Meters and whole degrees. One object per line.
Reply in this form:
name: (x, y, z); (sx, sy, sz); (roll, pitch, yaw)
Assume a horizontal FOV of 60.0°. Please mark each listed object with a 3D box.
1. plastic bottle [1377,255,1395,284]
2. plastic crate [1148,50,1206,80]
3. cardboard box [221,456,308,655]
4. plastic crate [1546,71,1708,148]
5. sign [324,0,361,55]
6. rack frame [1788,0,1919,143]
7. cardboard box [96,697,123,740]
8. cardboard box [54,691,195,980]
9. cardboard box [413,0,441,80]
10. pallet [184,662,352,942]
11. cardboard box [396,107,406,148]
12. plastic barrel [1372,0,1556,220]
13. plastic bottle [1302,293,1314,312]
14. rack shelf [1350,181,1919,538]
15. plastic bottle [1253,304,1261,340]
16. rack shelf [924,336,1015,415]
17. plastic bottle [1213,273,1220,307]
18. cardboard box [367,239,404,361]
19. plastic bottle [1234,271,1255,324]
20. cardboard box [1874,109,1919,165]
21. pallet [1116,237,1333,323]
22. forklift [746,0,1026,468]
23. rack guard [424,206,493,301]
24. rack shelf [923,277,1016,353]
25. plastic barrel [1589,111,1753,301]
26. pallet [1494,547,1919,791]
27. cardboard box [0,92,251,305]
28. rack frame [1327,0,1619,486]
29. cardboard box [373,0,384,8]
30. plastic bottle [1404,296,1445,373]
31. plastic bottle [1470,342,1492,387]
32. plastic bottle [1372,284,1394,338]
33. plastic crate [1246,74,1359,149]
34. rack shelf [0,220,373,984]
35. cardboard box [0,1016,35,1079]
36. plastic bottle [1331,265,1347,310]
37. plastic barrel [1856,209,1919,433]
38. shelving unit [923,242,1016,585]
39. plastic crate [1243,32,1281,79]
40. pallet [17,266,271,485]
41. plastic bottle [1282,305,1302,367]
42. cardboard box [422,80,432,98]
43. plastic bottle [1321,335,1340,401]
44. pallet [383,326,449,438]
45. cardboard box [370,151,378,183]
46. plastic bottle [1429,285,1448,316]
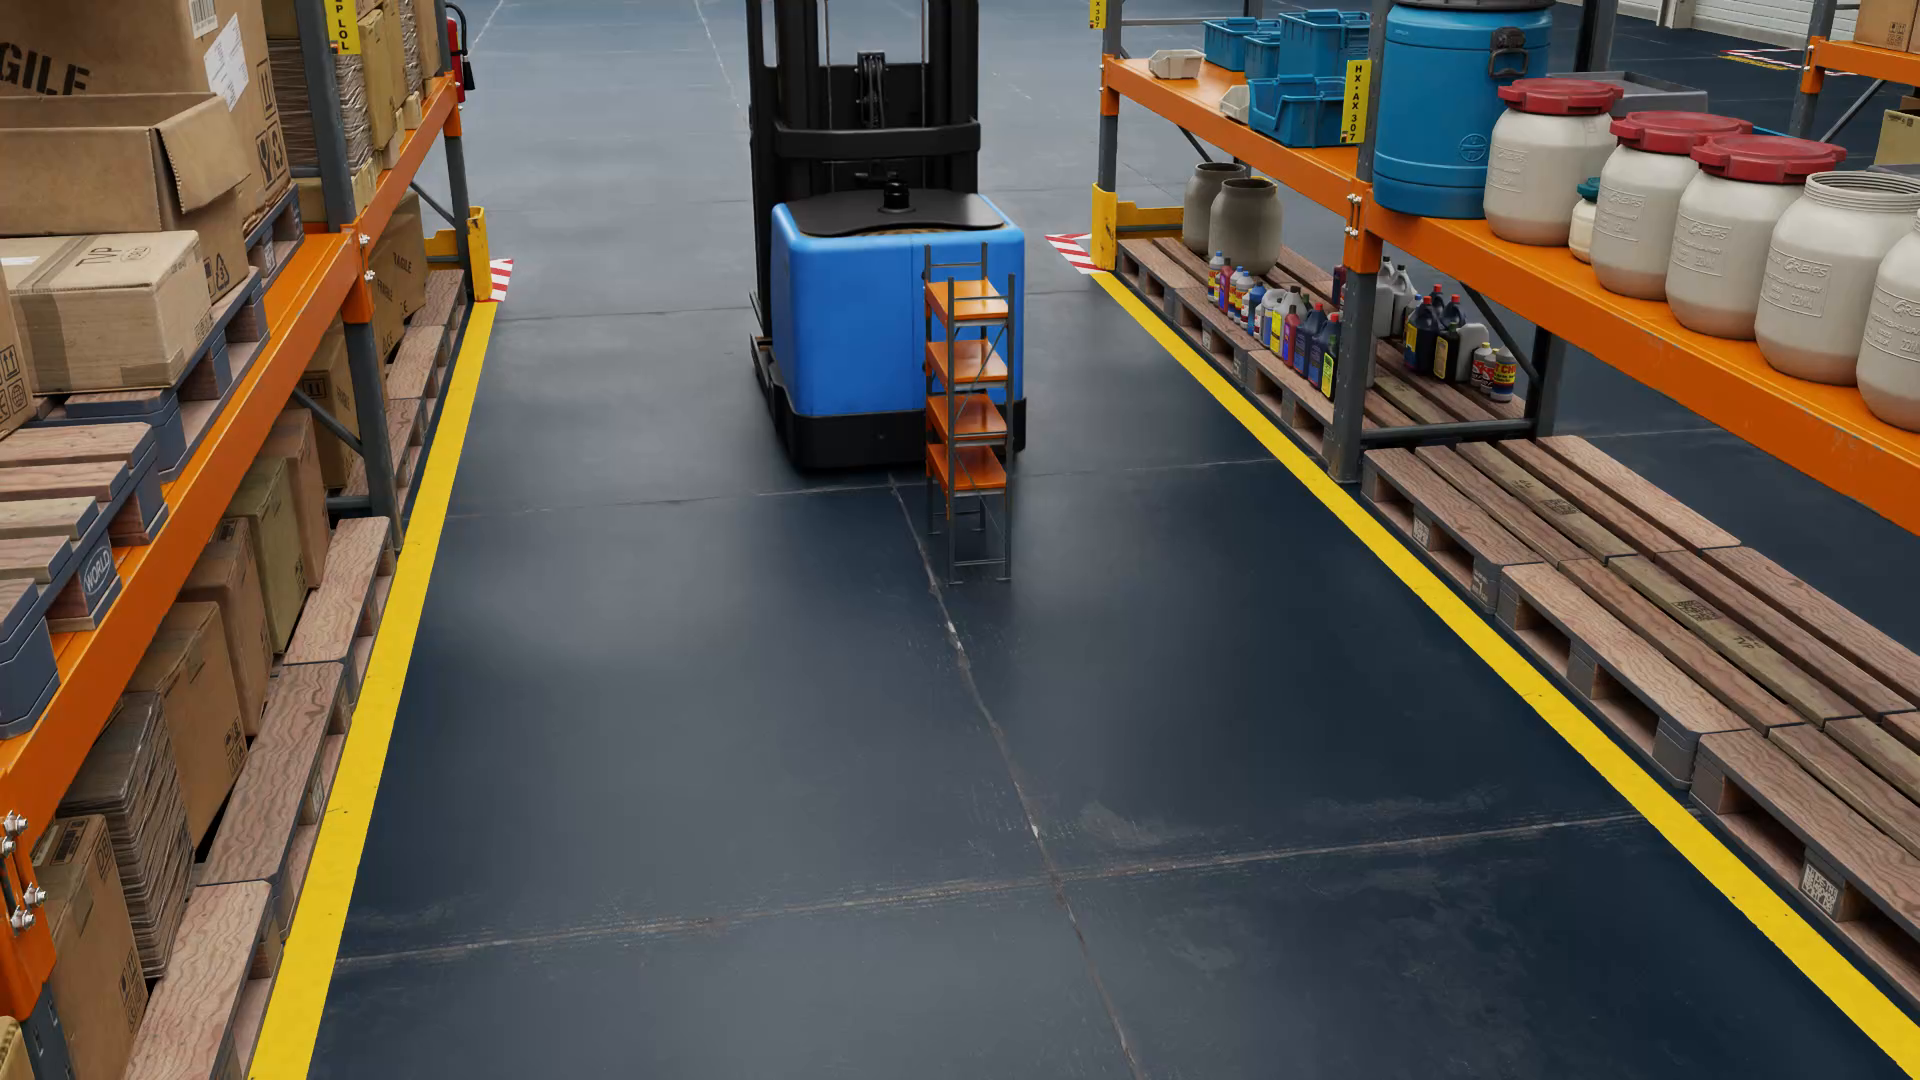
plastic bottle: (2.248, -1.324, 8.795); (0.144, 0.351, 0.185); (-3, 24, -8)
plastic crate: (1.247, -2.751, 9.630); (0.298, 0.136, 0.250); (-4, 24, -10)
cardboard box: (-2.568, 0.069, 5.419); (0.700, 0.500, 0.500); (-4, 24, -10)
plastic crate: (2.527, -1.535, 6.438); (0.402, 0.464, 0.583); (-4, 24, -10)
sign: (-2.186, -1.880, 5.861); (0.100, 0.325, 0.005); (-4, 24, -10)
rack frame: (6.266, -3.612, 11.273); (1.000, 3.000, 0.127); (-4, 24, -10)
cardboard box: (-2.252, 0.397, 3.730); (0.500, 0.250, 0.500); (-2, 24, -4)
cardboard box: (-2.250, 0.731, 3.903); (0.700, 0.500, 0.500); (-6, 24, -14)
cardboard box: (-3.185, -2.657, 8.589); (0.875, 0.500, 0.500); (-4, 24, -10)
pallet: (-2.356, 0.758, 4.752); (1.003, 0.211, 1.213); (-4, 24, -10)
cardboard box: (-2.765, -1.888, 7.639); (0.380, 0.149, 0.250); (-4, 24, -10)
plastic barrel: (1.911, -1.729, 6.335); (0.600, 0.901, 0.708); (-4, 24, -10)
plastic bottle: (1.735, -1.083, 8.326); (0.061, 0.283, 0.133); (-4, 24, -10)
rack shelf: (2.507, -0.558, 5.178); (1.077, 0.370, 4.000); (-4, 24, -10)
plastic bottle: (1.565, -1.136, 8.551); (0.097, 0.201, 0.097); (0, 24, 0)
rack shelf: (0.031, -0.628, 6.298); (0.258, 0.148, 0.480); (-4, 24, -10)
plastic bottle: (1.445, -1.390, 9.130); (0.097, 0.201, 0.097); (0, 24, 0)
cardboard box: (-3.130, -1.201, 8.350); (0.500, 0.500, 0.500); (-2, 24, -5)
plastic bottle: (1.508, -1.288, 8.811); (0.097, 0.271, 0.097); (0, 24, 0)
cardboard box: (6.241, -2.465, 10.619); (0.500, 0.500, 0.500); (-4, 24, -10)
pallet: (1.603, -1.623, 10.202); (1.003, 0.211, 1.213); (-4, 24, -10)
forklift: (-0.505, -2.219, 8.168); (1.130, 2.935, 3.031); (-5, 24, -11)
rack guard: (-3.456, -1.705, 10.030); (1.175, 0.500, 0.348); (-4, 24, -10)
rack shelf: (0.031, -0.845, 6.203); (0.258, 0.148, 0.480); (-4, 24, -10)
plastic barrel: (2.234, -1.055, 5.248); (0.433, 0.535, 0.433); (0, 24, 0)
pallet: (2.549, 0.391, 5.591); (1.003, 0.211, 1.213); (-4, 24, -10)
cardboard box: (-2.319, -0.872, 4.345); (0.797, 0.503, 0.637); (-2, 24, -4)
rack frame: (2.137, -1.674, 6.835); (1.000, 3.000, 0.127); (-4, 24, -10)
cardboard box: (-2.750, -2.537, 7.065); (0.500, 0.500, 0.500); (-4, 24, -10)
plastic bottle: (2.254, -0.999, 8.050); (0.144, 0.351, 0.185); (-4, 24, -10)
plastic bottle: (2.471, -0.831, 7.851); (0.097, 0.201, 0.097); (0, 24, 0)
plastic bottle: (2.141, -1.196, 8.594); (0.152, 0.276, 0.135); (-4, 24, -10)
plastic crate: (1.666, -2.021, 7.815); (0.499, 0.251, 0.616); (-4, 24, -10)
rack shelf: (-2.361, -0.191, 4.338); (1.077, 0.370, 4.000); (-4, 24, -10)
cardboard box: (-1.884, 1.320, 2.109); (1.225, 0.875, 0.875); (-5, 24, -12)
plastic bottle: (2.083, -1.405, 9.063); (0.061, 0.283, 0.133); (-4, 24, -10)
plastic barrel: (2.477, -0.541, 4.100); (0.421, 0.512, 0.421); (0, 24, 0)
shelving unit: (0.031, -0.485, 6.361); (0.258, 1.200, 0.503); (-4, 24, -10)
plastic crate: (1.898, -2.749, 9.481); (0.499, 0.251, 0.408); (-4, 24, -10)
pallet: (-2.397, -0.422, 4.207); (1.003, 0.211, 1.213); (-4, 24, -10)
plastic bottle: (1.628, -0.999, 8.134); (0.061, 0.283, 0.133); (-3, 24, -6)
cardboard box: (-3.072, -2.476, 8.985); (0.380, 0.149, 0.250); (-4, 24, -10)
plastic bottle: (1.724, -0.796, 7.668); (0.061, 0.283, 0.133); (-3, 24, -7)
pallet: (-3.118, -0.772, 8.254); (1.003, 0.211, 1.213); (-4, 24, -10)
cardboard box: (-2.582, -1.495, 6.738); (0.380, 0.149, 0.250); (-4, 24, -10)
plastic bottle: (2.361, -1.084, 8.244); (0.144, 0.351, 0.185); (-5, 24, -12)
